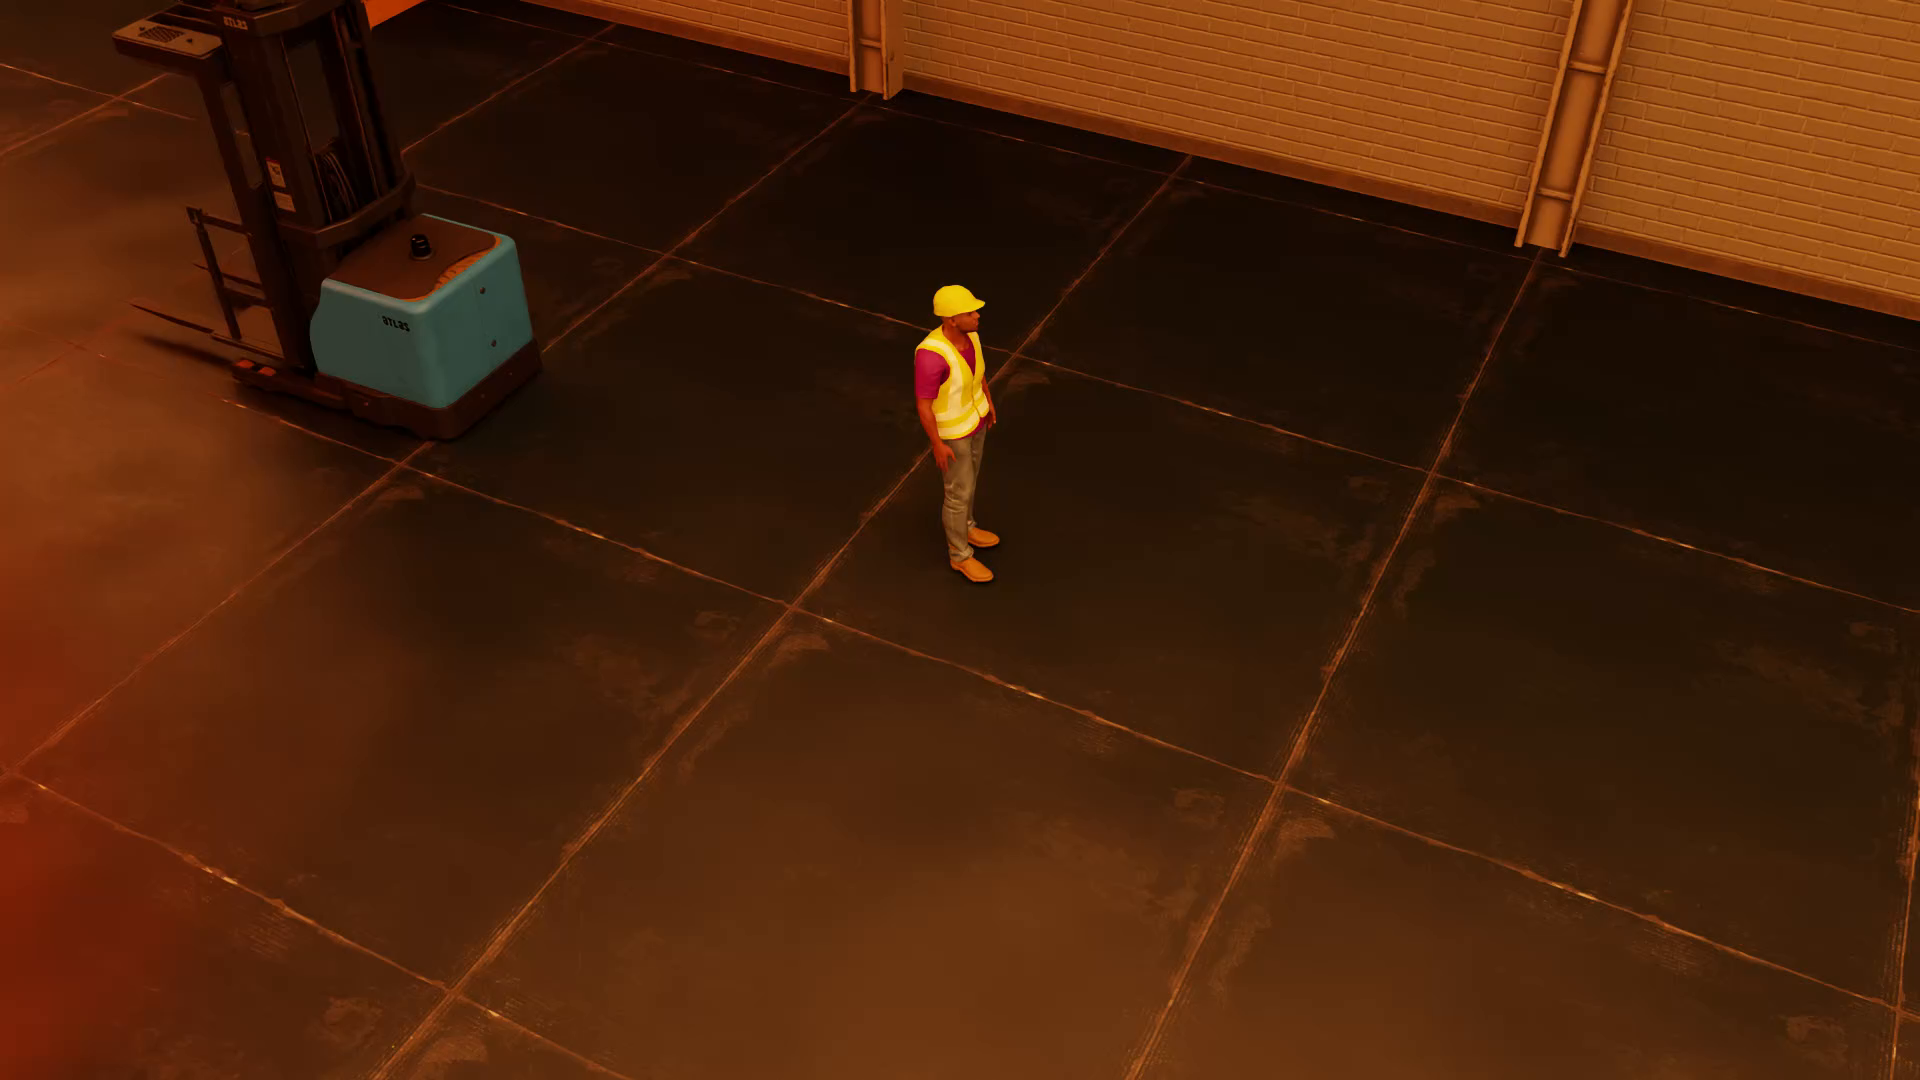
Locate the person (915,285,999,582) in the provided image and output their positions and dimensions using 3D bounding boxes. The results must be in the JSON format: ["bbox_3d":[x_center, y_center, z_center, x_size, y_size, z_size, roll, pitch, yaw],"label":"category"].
[{"bbox_3d":[0.058,-0.655,9.661,0.577,1.759,0.665,18,43,21],"label":"person"}]

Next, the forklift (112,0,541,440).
[{"bbox_3d":[-4.475,-2.435,10.877,3.031,2.935,1.130,17,43,20],"label":"forklift"}]
